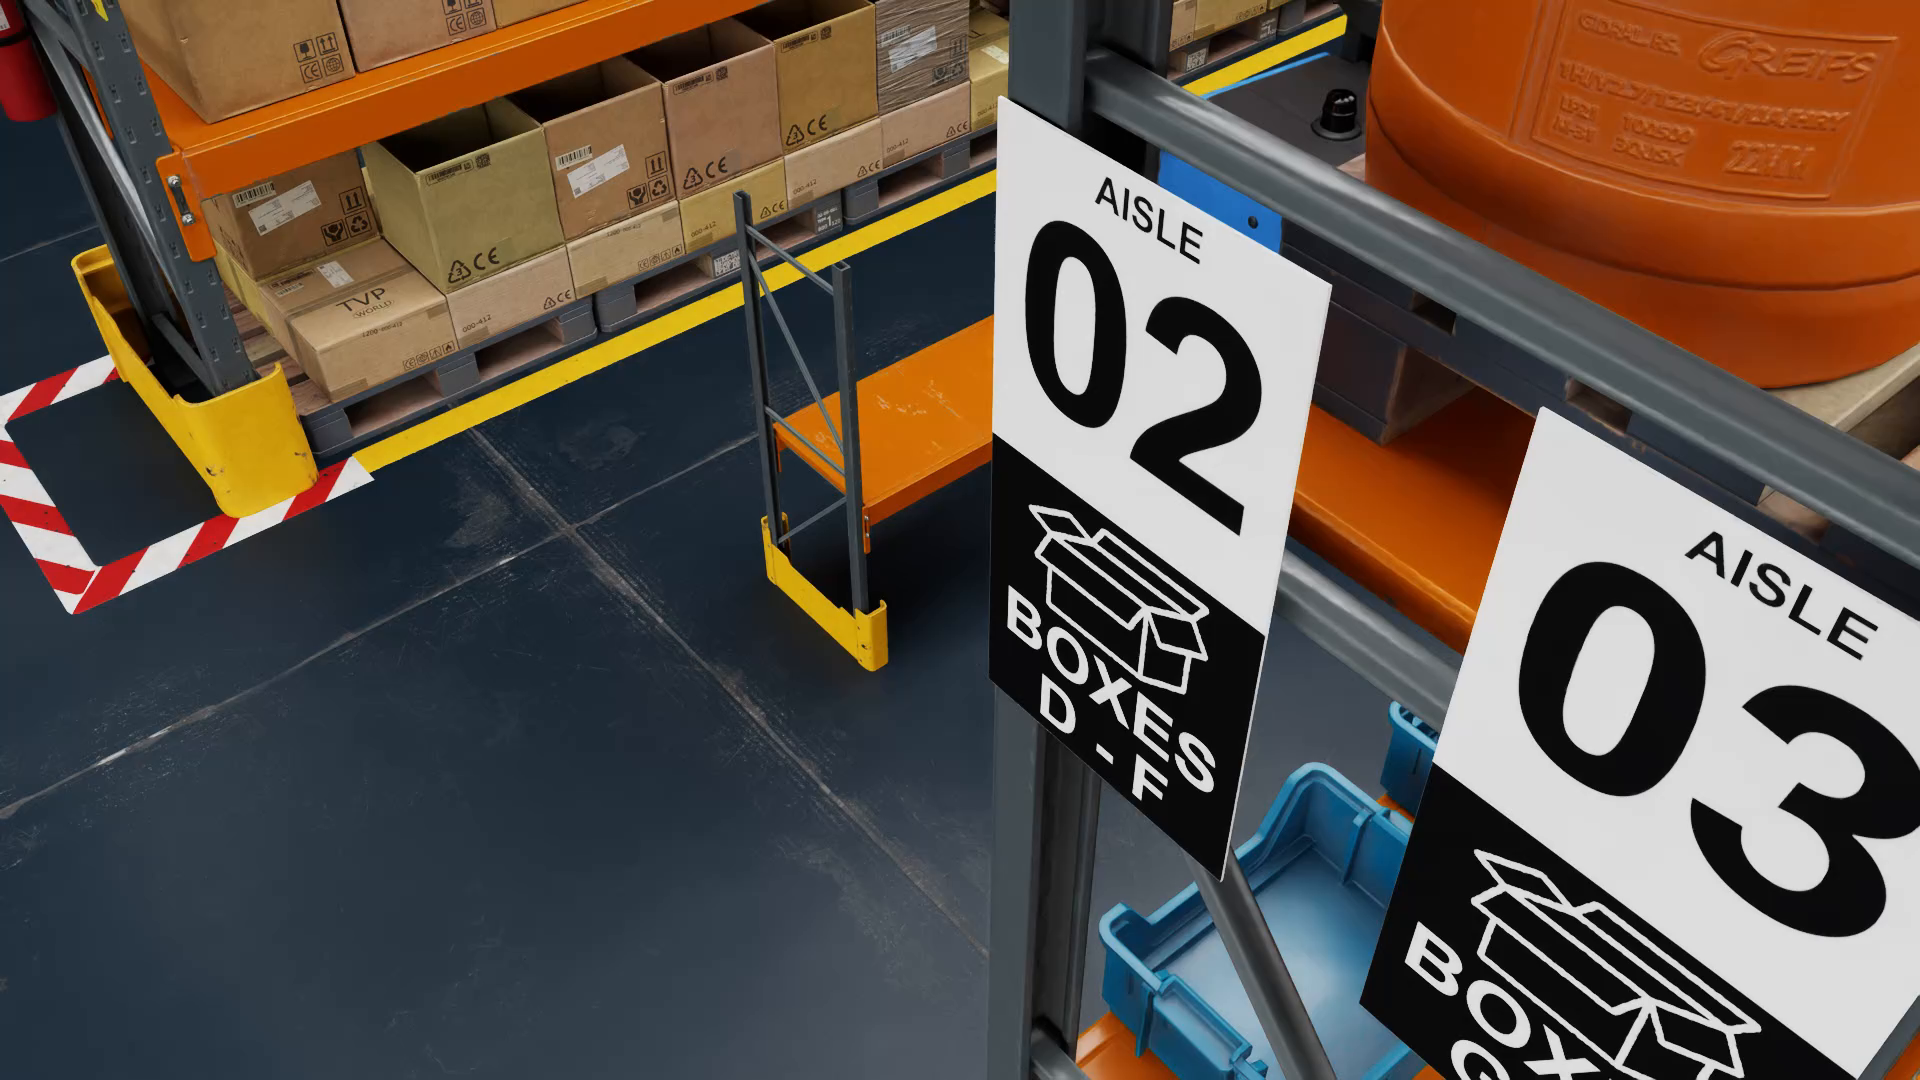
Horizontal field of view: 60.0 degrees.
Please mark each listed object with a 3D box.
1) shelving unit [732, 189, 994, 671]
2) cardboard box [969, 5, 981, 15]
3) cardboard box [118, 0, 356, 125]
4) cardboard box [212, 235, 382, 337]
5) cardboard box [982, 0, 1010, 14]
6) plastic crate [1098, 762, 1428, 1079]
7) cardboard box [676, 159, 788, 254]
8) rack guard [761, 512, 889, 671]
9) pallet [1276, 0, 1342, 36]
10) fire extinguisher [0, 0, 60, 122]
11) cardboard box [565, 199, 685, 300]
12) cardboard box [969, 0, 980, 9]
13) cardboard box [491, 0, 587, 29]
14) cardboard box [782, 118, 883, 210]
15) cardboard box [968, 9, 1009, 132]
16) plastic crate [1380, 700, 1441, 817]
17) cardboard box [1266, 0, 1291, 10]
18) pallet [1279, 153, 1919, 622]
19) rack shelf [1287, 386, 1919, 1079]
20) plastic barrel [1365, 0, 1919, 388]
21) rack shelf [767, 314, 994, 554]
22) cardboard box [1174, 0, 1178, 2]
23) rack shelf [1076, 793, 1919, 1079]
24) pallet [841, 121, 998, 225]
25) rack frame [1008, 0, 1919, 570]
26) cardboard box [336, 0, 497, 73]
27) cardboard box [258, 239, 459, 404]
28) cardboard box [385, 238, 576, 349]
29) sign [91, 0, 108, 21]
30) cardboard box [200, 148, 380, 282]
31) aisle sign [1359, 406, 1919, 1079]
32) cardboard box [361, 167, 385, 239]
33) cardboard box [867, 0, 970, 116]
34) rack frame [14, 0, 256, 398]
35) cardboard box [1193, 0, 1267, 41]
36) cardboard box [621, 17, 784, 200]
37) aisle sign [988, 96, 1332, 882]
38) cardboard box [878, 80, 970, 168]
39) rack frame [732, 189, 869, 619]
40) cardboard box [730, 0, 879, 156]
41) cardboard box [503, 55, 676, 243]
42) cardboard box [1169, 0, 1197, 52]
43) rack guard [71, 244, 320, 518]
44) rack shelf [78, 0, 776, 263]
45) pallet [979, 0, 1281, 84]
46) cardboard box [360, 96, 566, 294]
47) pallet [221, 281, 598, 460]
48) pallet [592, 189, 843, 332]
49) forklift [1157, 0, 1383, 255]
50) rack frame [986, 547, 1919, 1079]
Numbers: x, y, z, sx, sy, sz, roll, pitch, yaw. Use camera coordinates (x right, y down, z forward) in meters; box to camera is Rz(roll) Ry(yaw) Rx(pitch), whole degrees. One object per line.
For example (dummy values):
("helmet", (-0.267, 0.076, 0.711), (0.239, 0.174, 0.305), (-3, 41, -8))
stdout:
("shelving unit", (-0.058, -0.513, 5.201), (1.083, 1.500, 0.587), (-30, 51, -28))
("cardboard box", (-0.249, -2.408, 7.825), (0.500, 0.250, 0.500), (-30, 51, -28))
("cardboard box", (-2.401, -1.780, 5.381), (0.500, 0.500, 0.700), (-30, 51, -28))
("cardboard box", (-2.545, -1.086, 6.417), (0.500, 0.250, 0.500), (-30, 51, -28))
("cardboard box", (0.433, -2.787, 8.228), (0.500, 0.250, 0.500), (-30, 51, -28))
("plastic crate", (0.600, 0.735, 2.885), (0.616, 0.251, 0.499), (-30, 51, -28))
("cardboard box", (-1.061, -1.472, 6.828), (0.500, 0.250, 0.500), (-30, 51, -28))
("rack guard", (-0.440, 0.161, 5.396), (0.087, 0.250, 0.587), (-30, 51, -28))
("pallet", (1.778, -3.168, 8.969), (1.213, 0.211, 1.003), (-30, 51, -28))
("fire extinguisher", (-3.156, -1.709, 5.435), (0.183, 0.674, 0.296), (-30, 51, -28))
("cardboard box", (-1.448, -1.255, 6.597), (0.500, 0.250, 0.500), (-30, 51, -28))
("cardboard box", (-0.255, -2.687, 7.573), (0.500, 0.500, 0.500), (-30, 51, -28))
("cardboard box", (-1.616, -2.228, 5.858), (0.500, 0.500, 0.700), (-29, 51, -28))
("cardboard box", (-0.678, -1.692, 7.062), (0.500, 0.250, 0.500), (-30, 51, -28))
("cardboard box", (0.086, -2.134, 7.533), (0.500, 0.250, 0.500), (-30, 51, -28))
("plastic crate", (1.102, 0.453, 3.185), (0.408, 0.251, 0.499), (-30, 51, -28))
("cardboard box", (1.558, -2.952, 8.404), (0.500, 0.250, 0.500), (-31, 52, -29))
("pallet", (1.106, -0.279, 1.802), (1.213, 0.211, 1.003), (-30, 51, -28))
("rack shelf", (1.942, -0.652, 2.587), (4.000, 0.370, 1.077), (-30, 51, -28))
("plastic barrel", (0.699, -0.625, 1.413), (0.708, 0.830, 0.600), (-30, 51, -28))
("rack shelf", (-0.065, -0.378, 5.320), (1.000, 0.185, 0.538), (-30, 51, -28))
("cardboard box", (0.778, -2.708, 7.734), (0.500, 0.311, 0.500), (-30, 51, -28))
("rack shelf", (1.942, 0.442, 3.614), (4.000, 0.370, 1.077), (-30, 51, -28))
("pallet", (-0.336, -1.958, 7.680), (1.213, 0.211, 1.003), (-30, 51, -28))
("rack frame", (0.408, -1.129, 0.379), (0.127, 3.000, 1.000), (-30, 51, -28))
("cardboard box", (-2.001, -2.013, 5.629), (0.500, 0.500, 0.700), (-28, 50, -27))
("cardboard box", (-2.213, -0.814, 6.128), (0.500, 0.250, 0.500), (-30, 51, -28))
("cardboard box", (-1.832, -1.036, 6.364), (0.500, 0.250, 0.500), (-30, 51, -28))
("sign", (-2.415, -1.595, 4.567), (0.005, 0.325, 0.100), (-30, 51, -28))
("cardboard box", (-2.547, -1.361, 6.162), (0.500, 0.500, 0.500), (-30, 51, -28))
("aisle sign", (0.541, 0.296, 1.345), (0.004, 0.787, 0.394), (-30, 51, -28))
("cardboard box", (-2.169, -1.312, 6.658), (0.500, 0.250, 0.500), (-30, 51, -28))
("cardboard box", (-0.305, -2.194, 7.049), (0.500, 0.500, 0.500), (-30, 51, -28))
("rack frame", (-2.767, -1.545, 5.204), (0.127, 3.000, 1.000), (-30, 51, -28))
("cardboard box", (1.163, -2.723, 8.160), (0.500, 0.250, 0.500), (-29, 50, -27))
("cardboard box", (-1.061, -1.745, 6.571), (0.500, 0.500, 0.500), (-30, 51, -28))
("aisle sign", (0.162, -0.014, 1.675), (0.004, 0.787, 0.394), (-30, 51, -28))
("cardboard box", (-0.304, -1.920, 7.305), (0.500, 0.250, 0.500), (-30, 51, -28))
("rack frame", (-0.455, -0.286, 4.959), (0.032, 1.500, 0.500), (-30, 51, -28))
("cardboard box", (-0.686, -1.972, 6.813), (0.500, 0.500, 0.500), (-30, 51, -28))
("cardboard box", (-1.455, -1.535, 6.347), (0.500, 0.500, 0.500), (-30, 51, -28))
("cardboard box", (0.770, -2.499, 7.922), (0.500, 0.250, 0.500), (-31, 51, -29))
("rack guard", (-2.785, -0.623, 6.048), (0.348, 0.500, 1.175), (-30, 51, -28))
("rack shelf", (-1.233, -2.161, 6.385), (4.000, 0.370, 1.077), (-30, 51, -28))
("pallet", (0.841, -2.629, 8.395), (1.213, 0.211, 1.003), (-30, 51, -28))
("cardboard box", (-1.831, -1.308, 6.106), (0.500, 0.500, 0.500), (-30, 51, -28))
("pallet", (-2.207, -0.886, 6.539), (1.213, 0.211, 1.003), (-30, 51, -28))
("pallet", (-1.272, -1.419, 7.107), (1.213, 0.211, 1.003), (-30, 51, -28))
("forklift", (2.198, -2.078, 5.821), (3.031, 2.935, 1.130), (-25, 49, -24))
("rack frame", (0.408, 1.058, 2.432), (0.127, 3.000, 1.000), (-30, 51, -28))
